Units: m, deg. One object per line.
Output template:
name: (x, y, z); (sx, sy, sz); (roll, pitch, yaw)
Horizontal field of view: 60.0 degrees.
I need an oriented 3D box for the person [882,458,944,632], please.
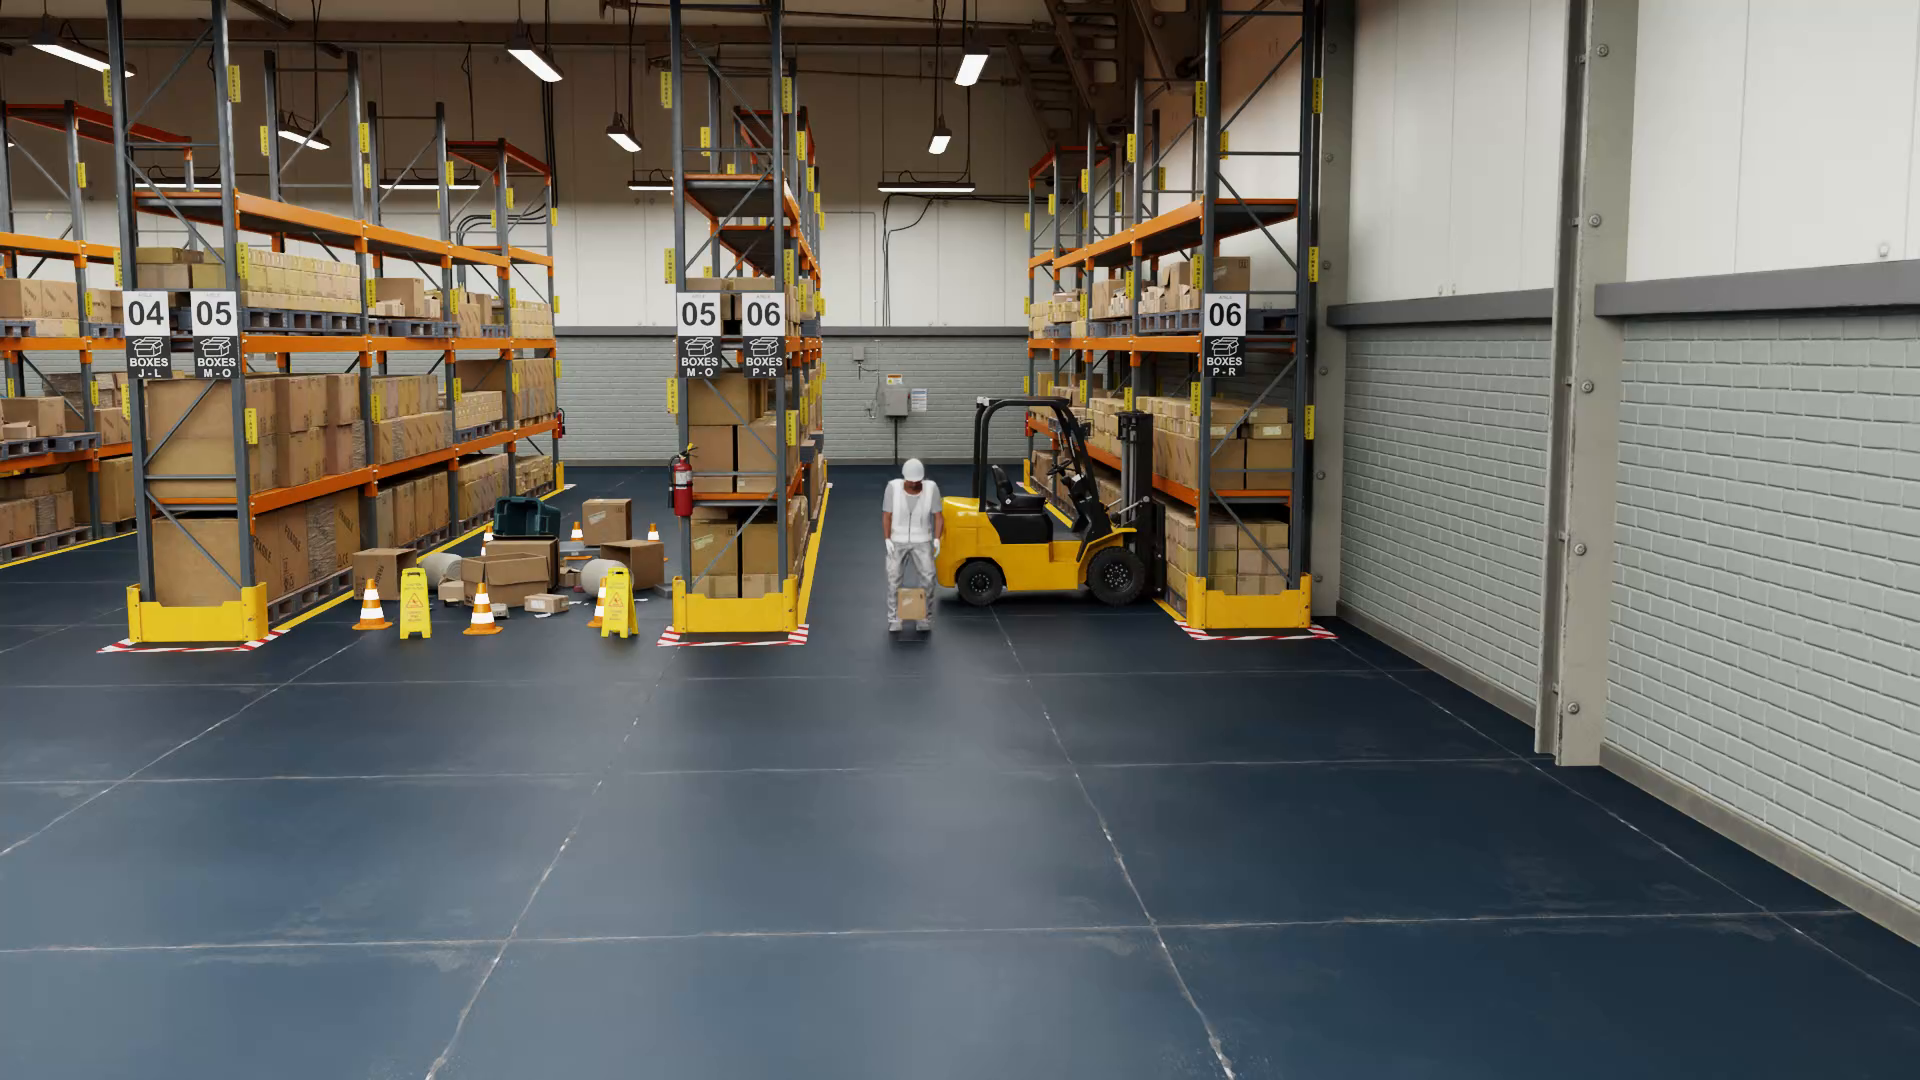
person: (-0.446, 0.039, 15.847); (0.591, 1.663, 0.559); (0, 7, -2)
